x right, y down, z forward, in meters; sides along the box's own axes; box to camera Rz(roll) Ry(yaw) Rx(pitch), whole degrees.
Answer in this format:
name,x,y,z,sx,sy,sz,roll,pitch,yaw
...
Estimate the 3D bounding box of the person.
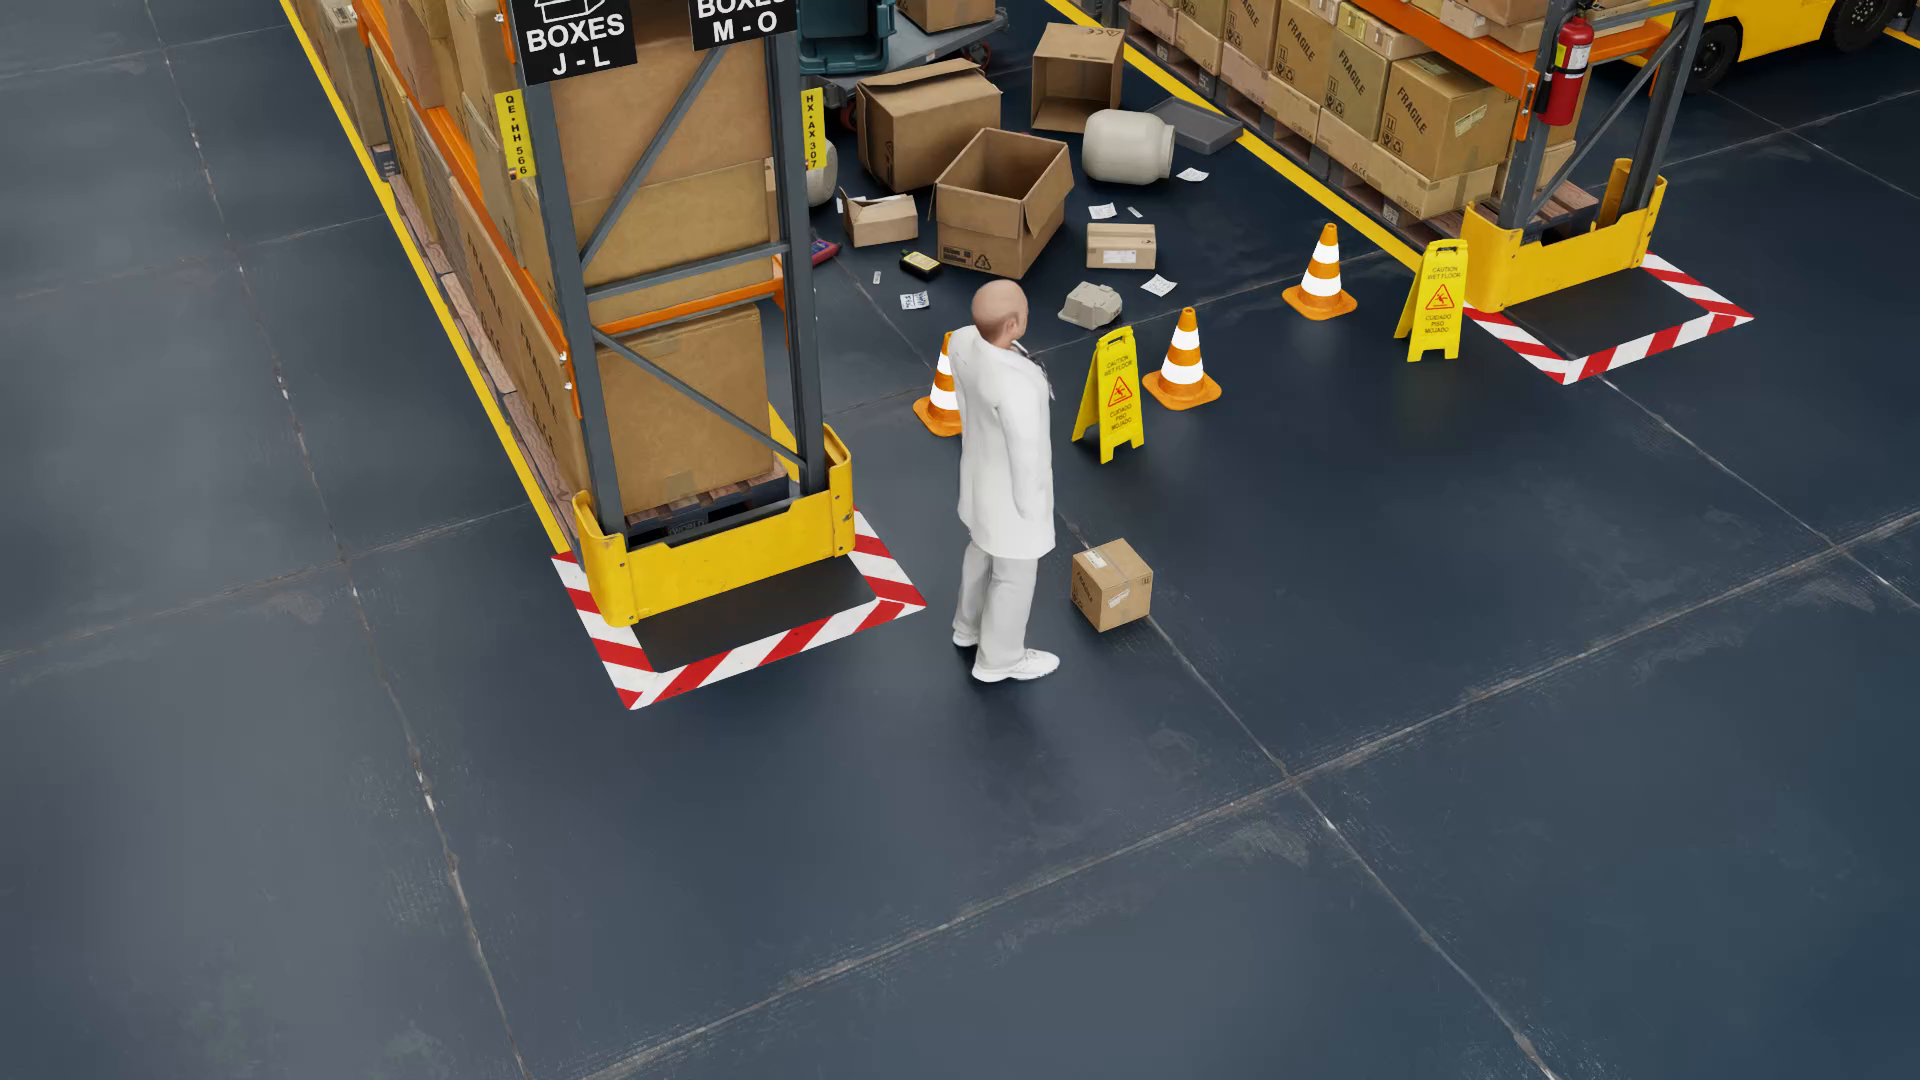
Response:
name,x,y,z,sx,sy,sz,roll,pitch,yaw
person,0.165,-0.230,6.451,0.395,1.795,0.565,-18,44,-20
